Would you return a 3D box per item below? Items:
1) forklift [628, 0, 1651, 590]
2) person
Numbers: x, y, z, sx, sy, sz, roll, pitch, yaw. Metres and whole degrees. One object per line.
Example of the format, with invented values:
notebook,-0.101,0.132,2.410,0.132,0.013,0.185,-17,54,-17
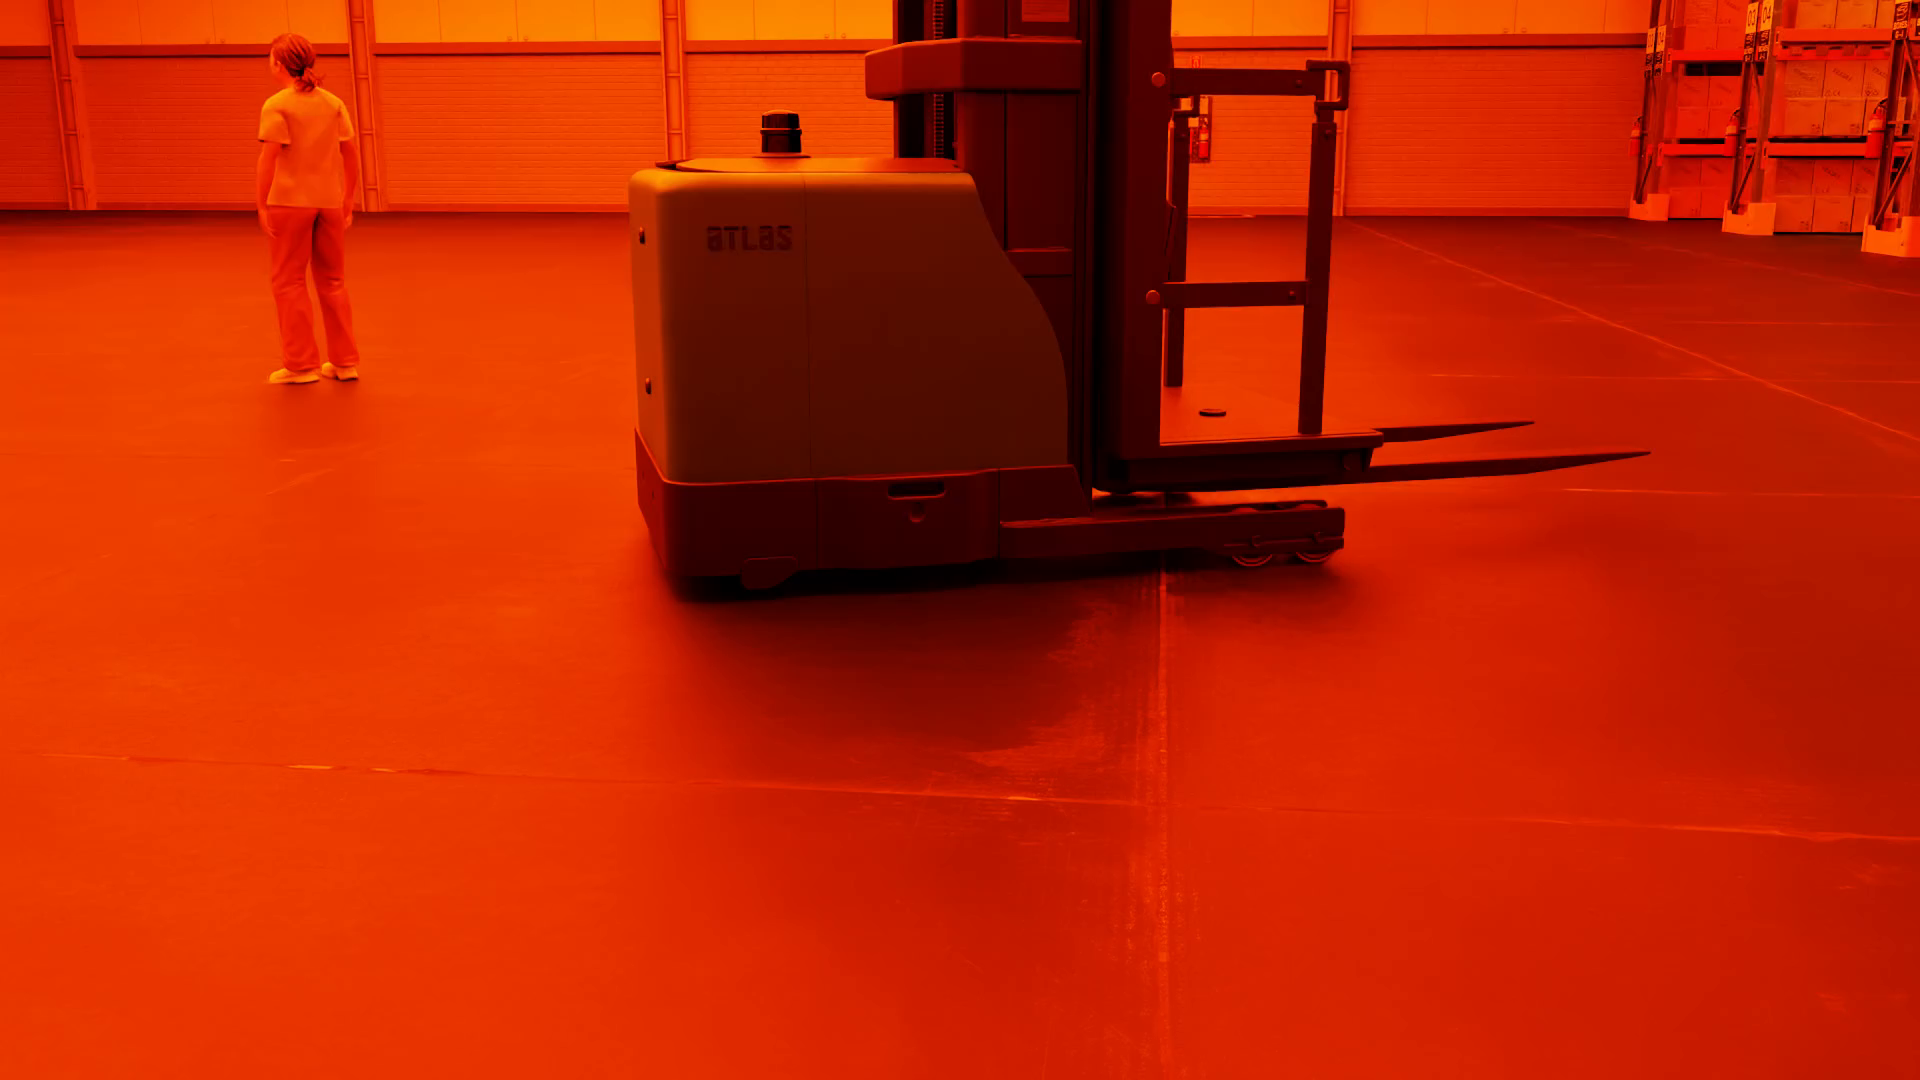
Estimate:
forklift,0.587,-1.464,4.770,3.031,2.935,1.130,-4,14,-15
person,-3.221,-1.602,8.143,0.482,1.687,0.538,10,17,37
